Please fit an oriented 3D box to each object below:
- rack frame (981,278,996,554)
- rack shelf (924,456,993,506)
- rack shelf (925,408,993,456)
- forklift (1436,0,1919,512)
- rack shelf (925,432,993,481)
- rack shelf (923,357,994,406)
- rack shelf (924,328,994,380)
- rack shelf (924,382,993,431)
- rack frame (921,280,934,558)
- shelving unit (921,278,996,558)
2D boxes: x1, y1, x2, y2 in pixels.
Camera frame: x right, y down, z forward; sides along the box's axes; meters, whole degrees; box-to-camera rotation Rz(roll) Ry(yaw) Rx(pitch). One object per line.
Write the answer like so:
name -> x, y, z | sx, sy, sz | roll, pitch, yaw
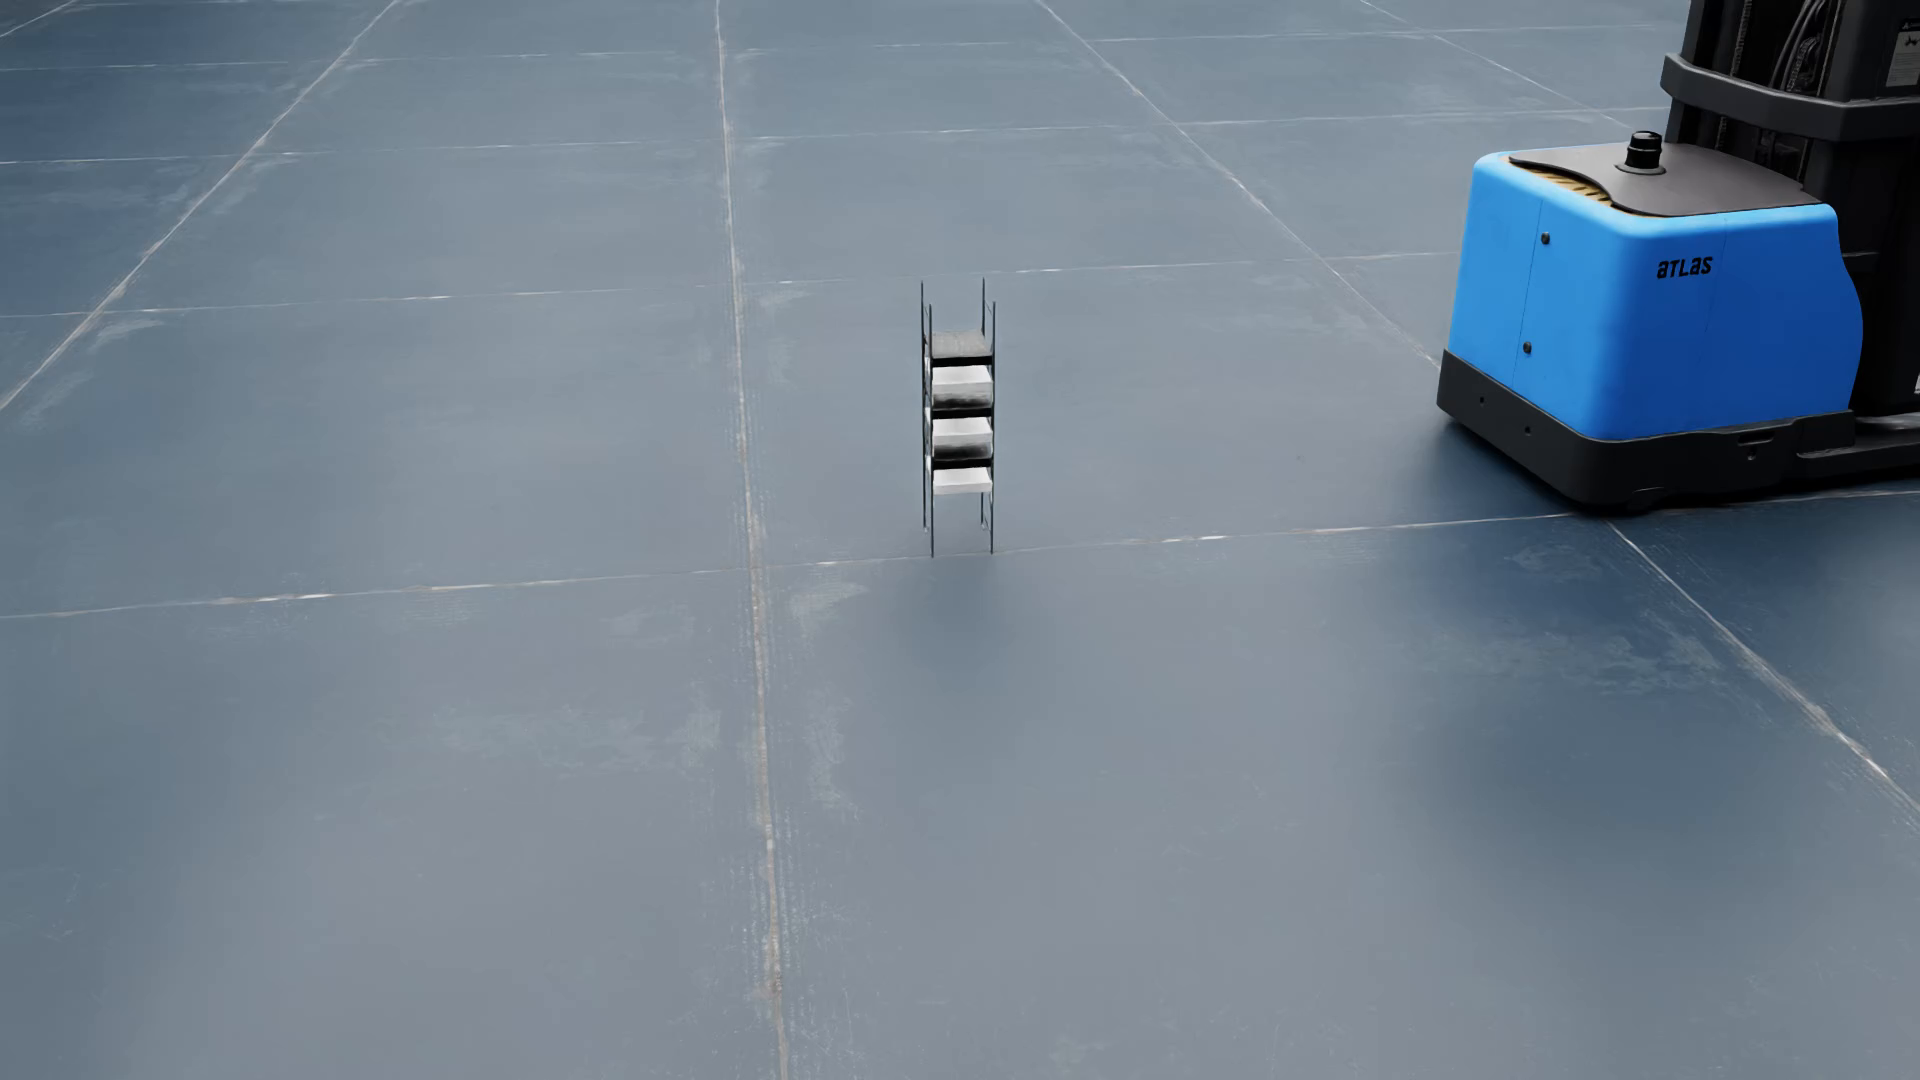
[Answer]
rack frame -> 0.093, -0.406, 5.556 | 0.006, 0.900, 0.240 | -4, 27, -7
rack shelf -> -0.008, -0.210, 5.641 | 0.200, 0.077, 0.258 | -4, 27, -7
rack shelf -> -0.008, -0.370, 5.559 | 0.200, 0.077, 0.258 | -4, 27, -7
forklift -> 3.479, -1.778, 6.004 | 3.031, 2.935, 1.130 | -8, 28, -15
rack shelf -> -0.008, -0.290, 5.600 | 0.200, 0.077, 0.258 | -4, 27, -7
rack shelf -> -0.008, -0.530, 5.477 | 0.200, 0.077, 0.258 | -4, 27, -7
rack shelf -> -0.008, -0.610, 5.436 | 0.200, 0.077, 0.258 | -4, 27, -7
rack shelf -> -0.008, -0.450, 5.518 | 0.200, 0.077, 0.258 | -4, 27, -7
rack frame -> -0.109, -0.393, 5.531 | 0.006, 0.900, 0.240 | -4, 27, -7
shelving unit -> -0.008, -0.400, 5.544 | 0.210, 0.900, 0.258 | -4, 27, -7
